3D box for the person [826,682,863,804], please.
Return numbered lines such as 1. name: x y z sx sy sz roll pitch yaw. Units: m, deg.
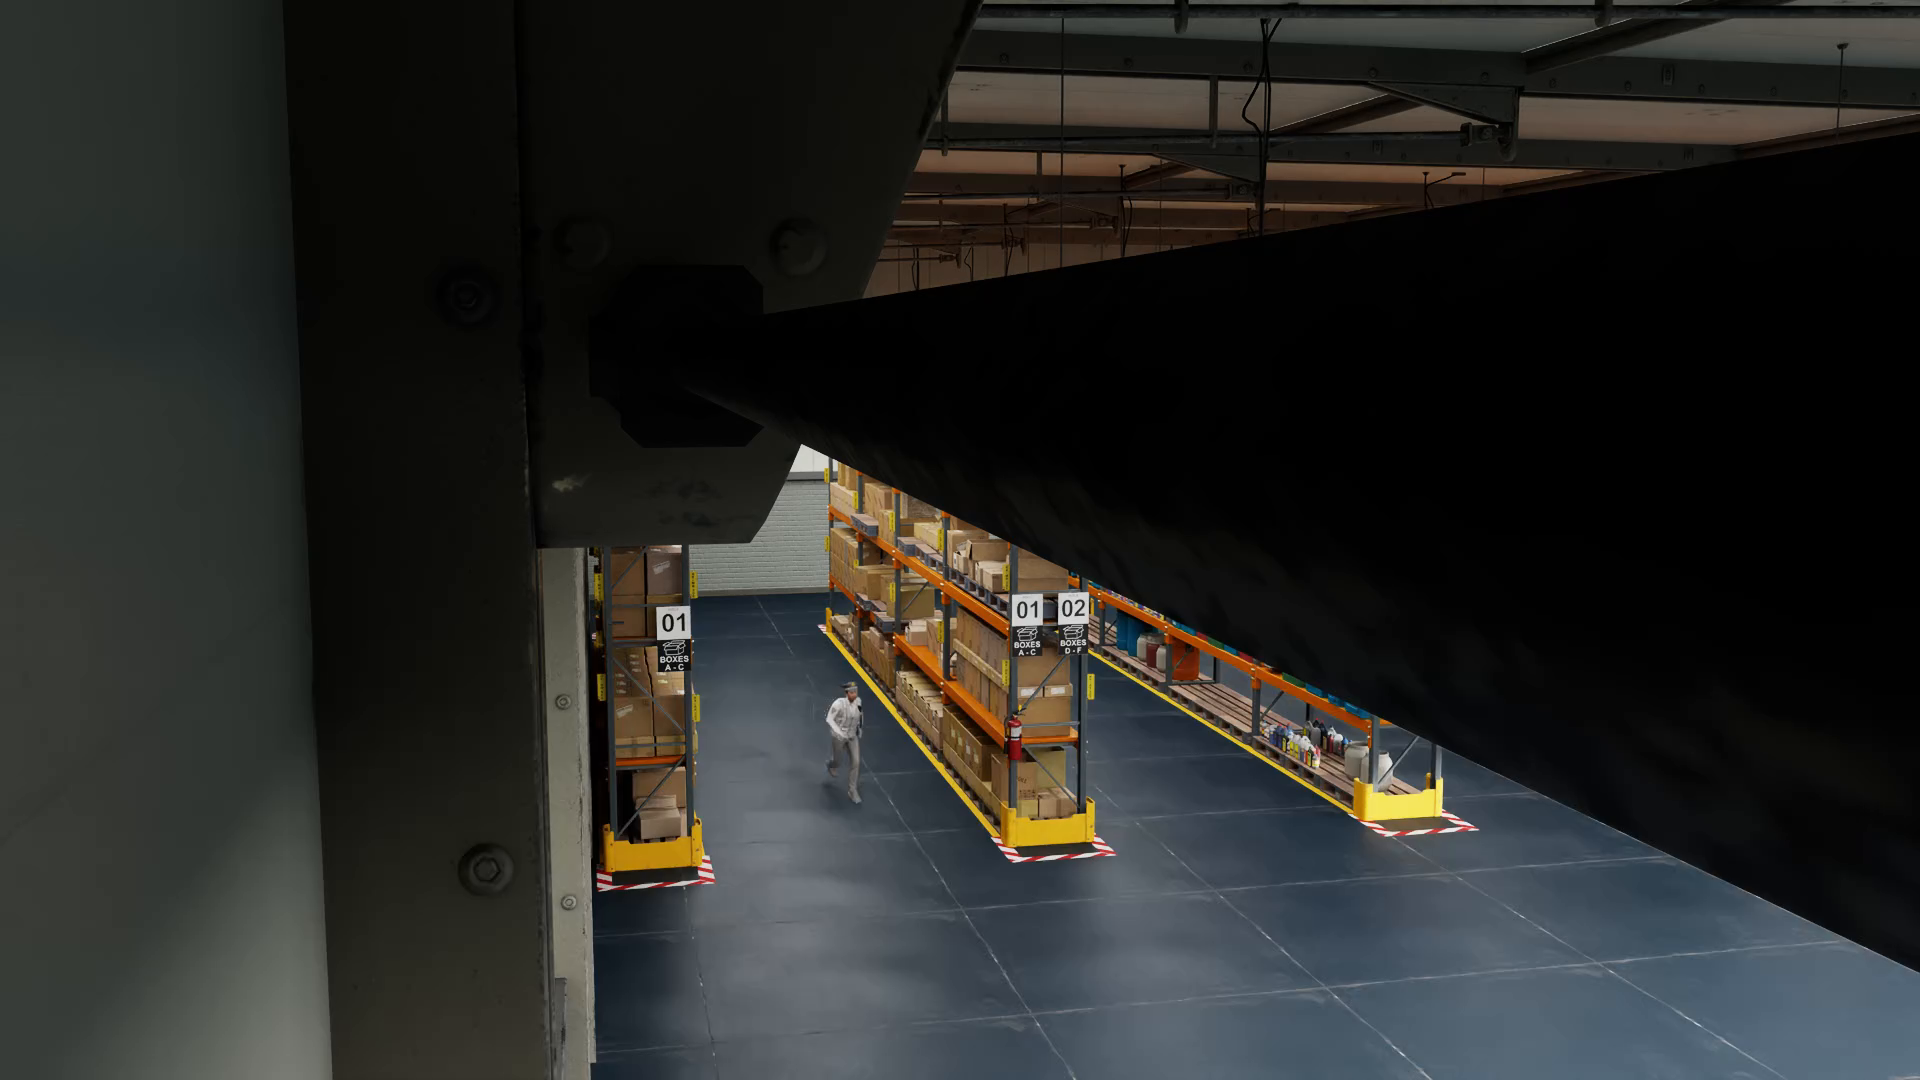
1. person: -1.618 2.766 23.284 0.618 1.681 1.023 -4 8 -28
